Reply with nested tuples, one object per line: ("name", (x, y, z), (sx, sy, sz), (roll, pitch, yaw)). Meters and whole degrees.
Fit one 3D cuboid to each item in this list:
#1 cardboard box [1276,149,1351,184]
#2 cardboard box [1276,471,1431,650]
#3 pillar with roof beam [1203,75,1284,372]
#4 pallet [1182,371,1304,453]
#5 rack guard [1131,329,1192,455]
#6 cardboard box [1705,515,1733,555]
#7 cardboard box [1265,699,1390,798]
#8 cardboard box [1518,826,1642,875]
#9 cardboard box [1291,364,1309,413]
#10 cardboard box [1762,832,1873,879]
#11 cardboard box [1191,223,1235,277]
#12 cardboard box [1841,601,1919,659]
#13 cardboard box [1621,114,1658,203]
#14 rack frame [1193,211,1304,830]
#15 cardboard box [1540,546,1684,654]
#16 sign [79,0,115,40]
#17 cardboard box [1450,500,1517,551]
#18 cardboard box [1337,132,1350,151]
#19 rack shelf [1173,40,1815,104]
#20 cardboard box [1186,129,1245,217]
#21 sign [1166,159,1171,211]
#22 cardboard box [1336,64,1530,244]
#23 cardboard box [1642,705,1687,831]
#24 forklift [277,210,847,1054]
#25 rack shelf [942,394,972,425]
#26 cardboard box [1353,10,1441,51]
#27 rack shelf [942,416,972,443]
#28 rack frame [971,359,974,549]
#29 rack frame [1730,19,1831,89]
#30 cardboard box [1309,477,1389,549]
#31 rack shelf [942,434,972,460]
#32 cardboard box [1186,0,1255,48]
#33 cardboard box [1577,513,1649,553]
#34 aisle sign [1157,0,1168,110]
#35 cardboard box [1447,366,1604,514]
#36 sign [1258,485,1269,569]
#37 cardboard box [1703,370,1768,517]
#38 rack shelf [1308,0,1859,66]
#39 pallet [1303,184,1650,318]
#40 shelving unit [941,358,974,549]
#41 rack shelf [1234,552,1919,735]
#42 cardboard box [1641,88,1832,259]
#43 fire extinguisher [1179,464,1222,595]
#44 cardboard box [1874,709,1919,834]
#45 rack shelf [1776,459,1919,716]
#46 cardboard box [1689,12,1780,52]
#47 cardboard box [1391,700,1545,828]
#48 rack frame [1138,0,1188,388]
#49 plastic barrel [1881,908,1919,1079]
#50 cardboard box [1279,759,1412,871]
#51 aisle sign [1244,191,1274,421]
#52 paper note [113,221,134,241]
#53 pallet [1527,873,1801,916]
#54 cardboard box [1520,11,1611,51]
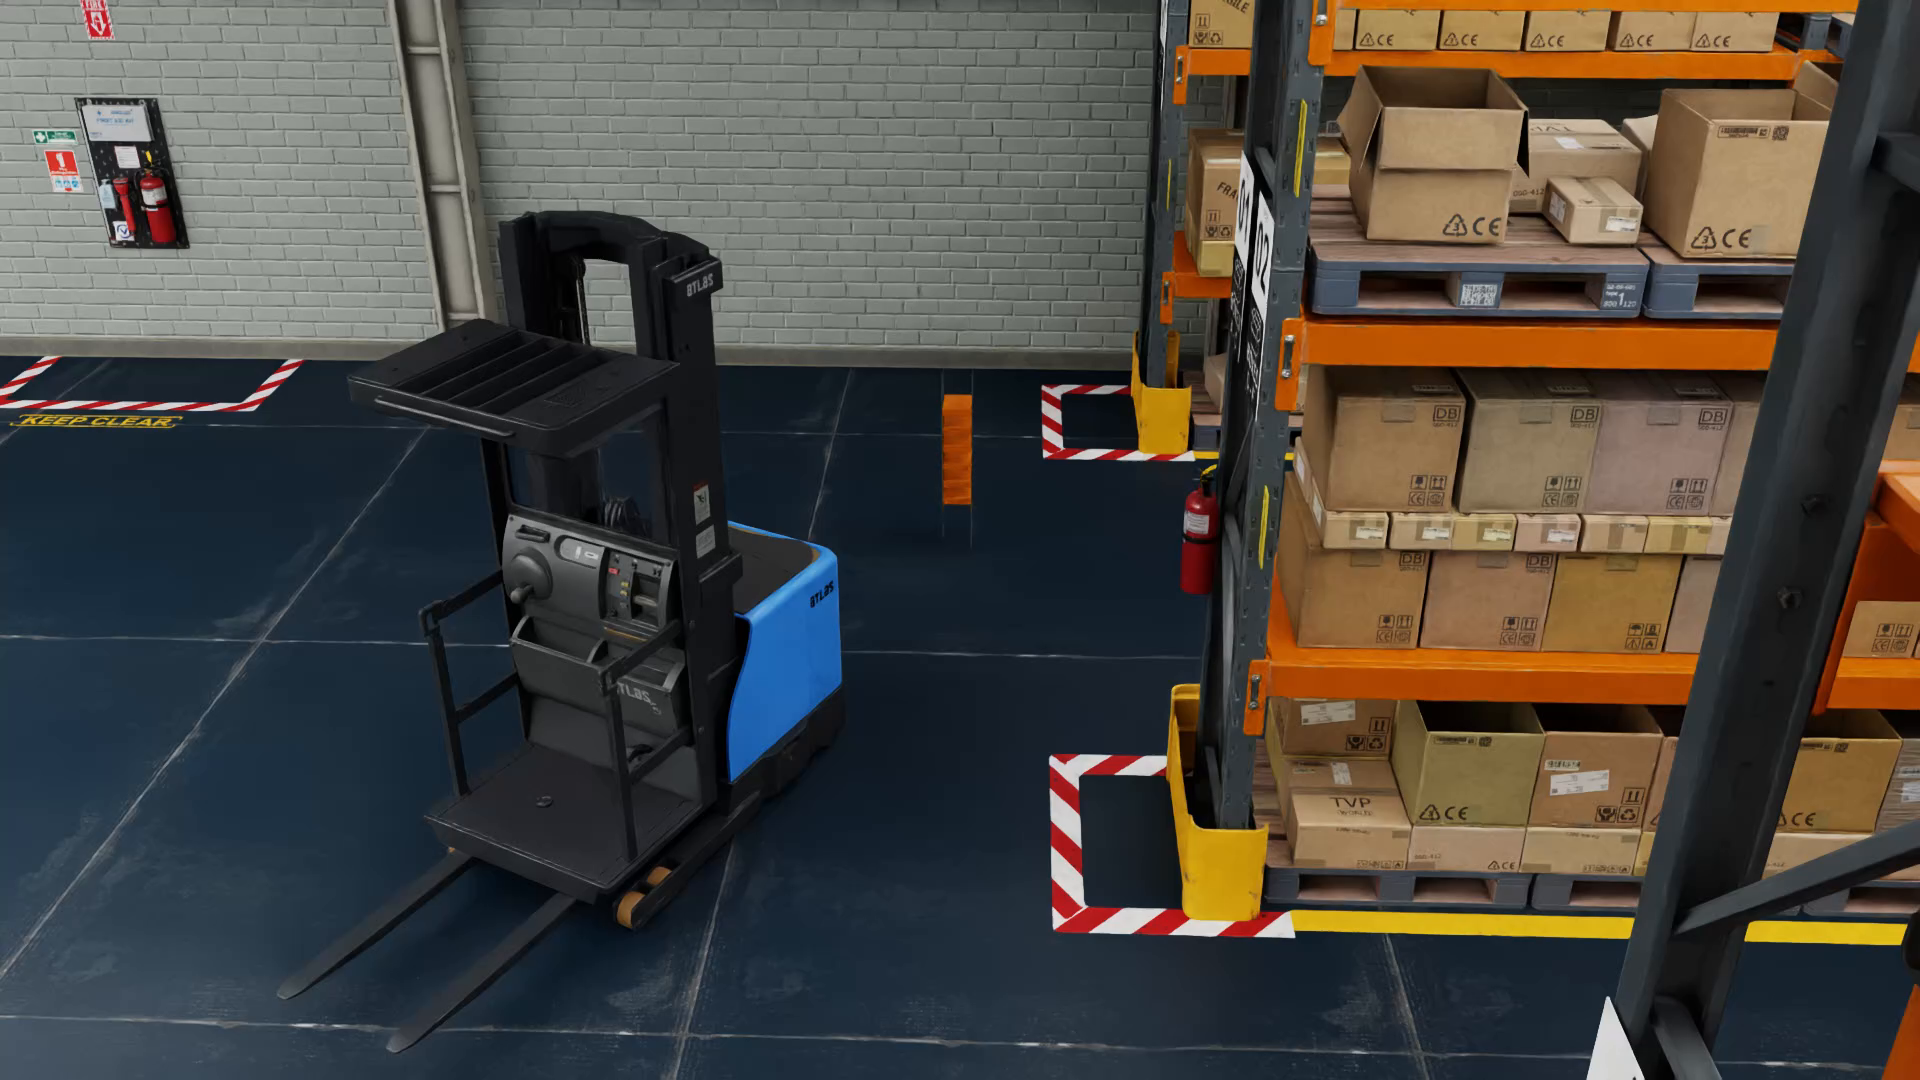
("cardboard box", (2.354, -2.323, 11.193), (0.500, 0.500, 0.500), (1, 28, 2))
("cardboard box", (1.689, 0.078, 7.219), (0.500, 0.500, 0.700), (1, 28, 2))
("pillar with roof beam", (1.972, -3.239, 7.178), (0.400, 9.000, 9.100), (1, 28, 2))
("pallet", (2.280, -0.947, 12.237), (1.213, 0.211, 1.003), (1, 28, 2))
("rack guard", (1.469, -1.105, 12.226), (0.348, 0.500, 1.175), (1, 28, 2))
("cardboard box", (3.143, -0.089, 6.842), (0.250, 0.149, 0.380), (1, 28, 2))
("cardboard box", (1.769, 1.008, 8.058), (0.500, 0.250, 0.500), (1, 28, 2))
("cardboard box", (2.750, 1.266, 7.573), (0.500, 0.250, 0.500), (1, 28, 2))
("cardboard box", (2.652, -1.154, 12.051), (0.500, 0.311, 0.500), (3, 28, 6))
("cardboard box", (3.749, 1.284, 7.538), (0.500, 0.250, 0.500), (1, 28, 2))
("cardboard box", (1.870, -1.996, 11.378), (0.500, 0.250, 0.500), (0, 28, 0))
("cardboard box", (3.748, 0.110, 7.159), (0.500, 0.500, 0.700), (1, 28, 3))
("cardboard box", (2.938, -1.520, 6.635), (0.500, 0.311, 0.500), (4, 28, 8))
("rack frame", (1.222, 0.108, 7.269), (0.127, 3.000, 1.000), (1, 28, 2))
("cardboard box", (2.710, 0.095, 7.187), (0.500, 0.500, 0.700), (1, 28, 2))
("sign", (-6.346, -3.833, 12.228), (0.199, 0.298, 0.001), (1, 28, 2))
("cardboard box", (2.120, -0.107, 6.876), (0.250, 0.149, 0.380), (1, 28, 2))
("cardboard box", (2.892, -2.557, 11.634), (0.500, 0.500, 0.500), (0, 28, 0))
("rack shelf", (3.392, -3.185, 11.046), (4.000, 0.370, 1.077), (1, 28, 2))
("cardboard box", (1.872, -2.576, 11.671), (0.500, 0.500, 0.500), (1, 28, 1))
("sign", (1.375, -2.339, 10.961), (0.005, 0.325, 0.100), (1, 28, 2))
("cardboard box", (1.797, -1.499, 6.389), (0.637, 0.503, 0.797), (3, 28, 5))
("cardboard box", (3.249, 0.945, 7.376), (0.500, 0.500, 0.500), (1, 28, 2))
("forklift", (-1.748, 0.195, 7.177), (1.130, 2.935, 3.031), (14, 31, 25))
("rack shelf", (-0.014, -0.809, 10.247), (0.180, 0.103, 0.258), (1, 28, 2))
("cardboard box", (2.773, -3.434, 10.620), (0.500, 0.500, 0.500), (2, 28, 4))
("rack shelf", (-0.014, -0.703, 10.303), (0.180, 0.103, 0.258), (1, 28, 2))
("rack frame", (0.077, -0.529, 10.392), (0.006, 1.200, 0.240), (1, 28, 2))
("rack frame", (5.391, -2.144, 11.518), (0.127, 3.000, 1.000), (1, 28, 2))
("cardboard box", (1.607, -0.115, 6.891), (0.250, 0.149, 0.380), (1, 28, 1))
("rack shelf", (-0.014, -0.597, 10.359), (0.180, 0.103, 0.258), (1, 28, 2))
("cardboard box", (1.719, -3.466, 10.681), (0.500, 0.500, 0.500), (2, 28, 3))
("cardboard box", (2.639, -0.099, 6.860), (0.250, 0.149, 0.380), (0, 28, 0))
("aisle sign", (1.311, -3.220, 10.771), (0.004, 0.787, 0.394), (1, 28, 2))
("cardboard box", (2.267, -0.488, 6.902), (0.500, 0.500, 0.700), (0, 28, 0))
("sign", (1.197, -0.050, 6.557), (0.005, 0.325, 0.100), (1, 28, 2))
("cardboard box", (3.272, -0.472, 6.872), (0.500, 0.500, 0.700), (1, 28, 2))
("rack shelf", (3.221, -2.015, 6.063), (4.000, 0.370, 1.077), (1, 28, 2))
("pallet", (1.928, -1.154, 6.542), (1.213, 0.211, 1.003), (1, 28, 2))
("shelving unit", (-0.014, -0.530, 10.395), (0.189, 1.200, 0.258), (1, 28, 2))
("rack shelf", (3.221, 0.459, 7.375), (4.000, 0.370, 1.077), (1, 28, 2))
("cardboard box", (2.872, -1.353, 6.118), (0.500, 0.500, 0.500), (1, 28, 2))
("fire extinguisher", (1.121, -0.077, 7.701), (0.183, 0.674, 0.296), (1, 28, 2))
("cardboard box", (4.249, 0.953, 7.361), (0.500, 0.500, 0.500), (1, 28, 2))
("rack shelf", (3.043, 0.304, 1.690), (4.000, 0.370, 1.077), (1, 28, 2))
("cardboard box", (4.875, -3.415, 10.585), (0.500, 0.500, 0.500), (2, 28, 3))
("cardboard box", (2.250, 0.927, 7.412), (0.500, 0.500, 0.500), (1, 28, 2))
("rack frame", (1.394, -2.211, 11.643), (0.127, 3.000, 1.000), (1, 28, 2))
("plastic barrel", (1.534, 0.675, 2.091), (0.708, 0.830, 0.600), (1, 28, 2))
("cardboard box", (1.751, 1.251, 7.601), (0.500, 0.250, 0.500), (1, 28, 2))
("aisle sign", (1.146, -0.898, 6.391), (0.004, 0.787, 0.394), (1, 28, 2))
("paper note", (-6.515, -2.408, 12.955), (0.142, 0.148, 0.016), (1, 28, 2))
("pallet", (3.204, 1.355, 7.894), (1.213, 0.211, 1.003), (1, 28, 2))
("cardboard box", (3.818, -3.421, 10.596), (0.500, 0.500, 0.500), (0, 28, 0))
